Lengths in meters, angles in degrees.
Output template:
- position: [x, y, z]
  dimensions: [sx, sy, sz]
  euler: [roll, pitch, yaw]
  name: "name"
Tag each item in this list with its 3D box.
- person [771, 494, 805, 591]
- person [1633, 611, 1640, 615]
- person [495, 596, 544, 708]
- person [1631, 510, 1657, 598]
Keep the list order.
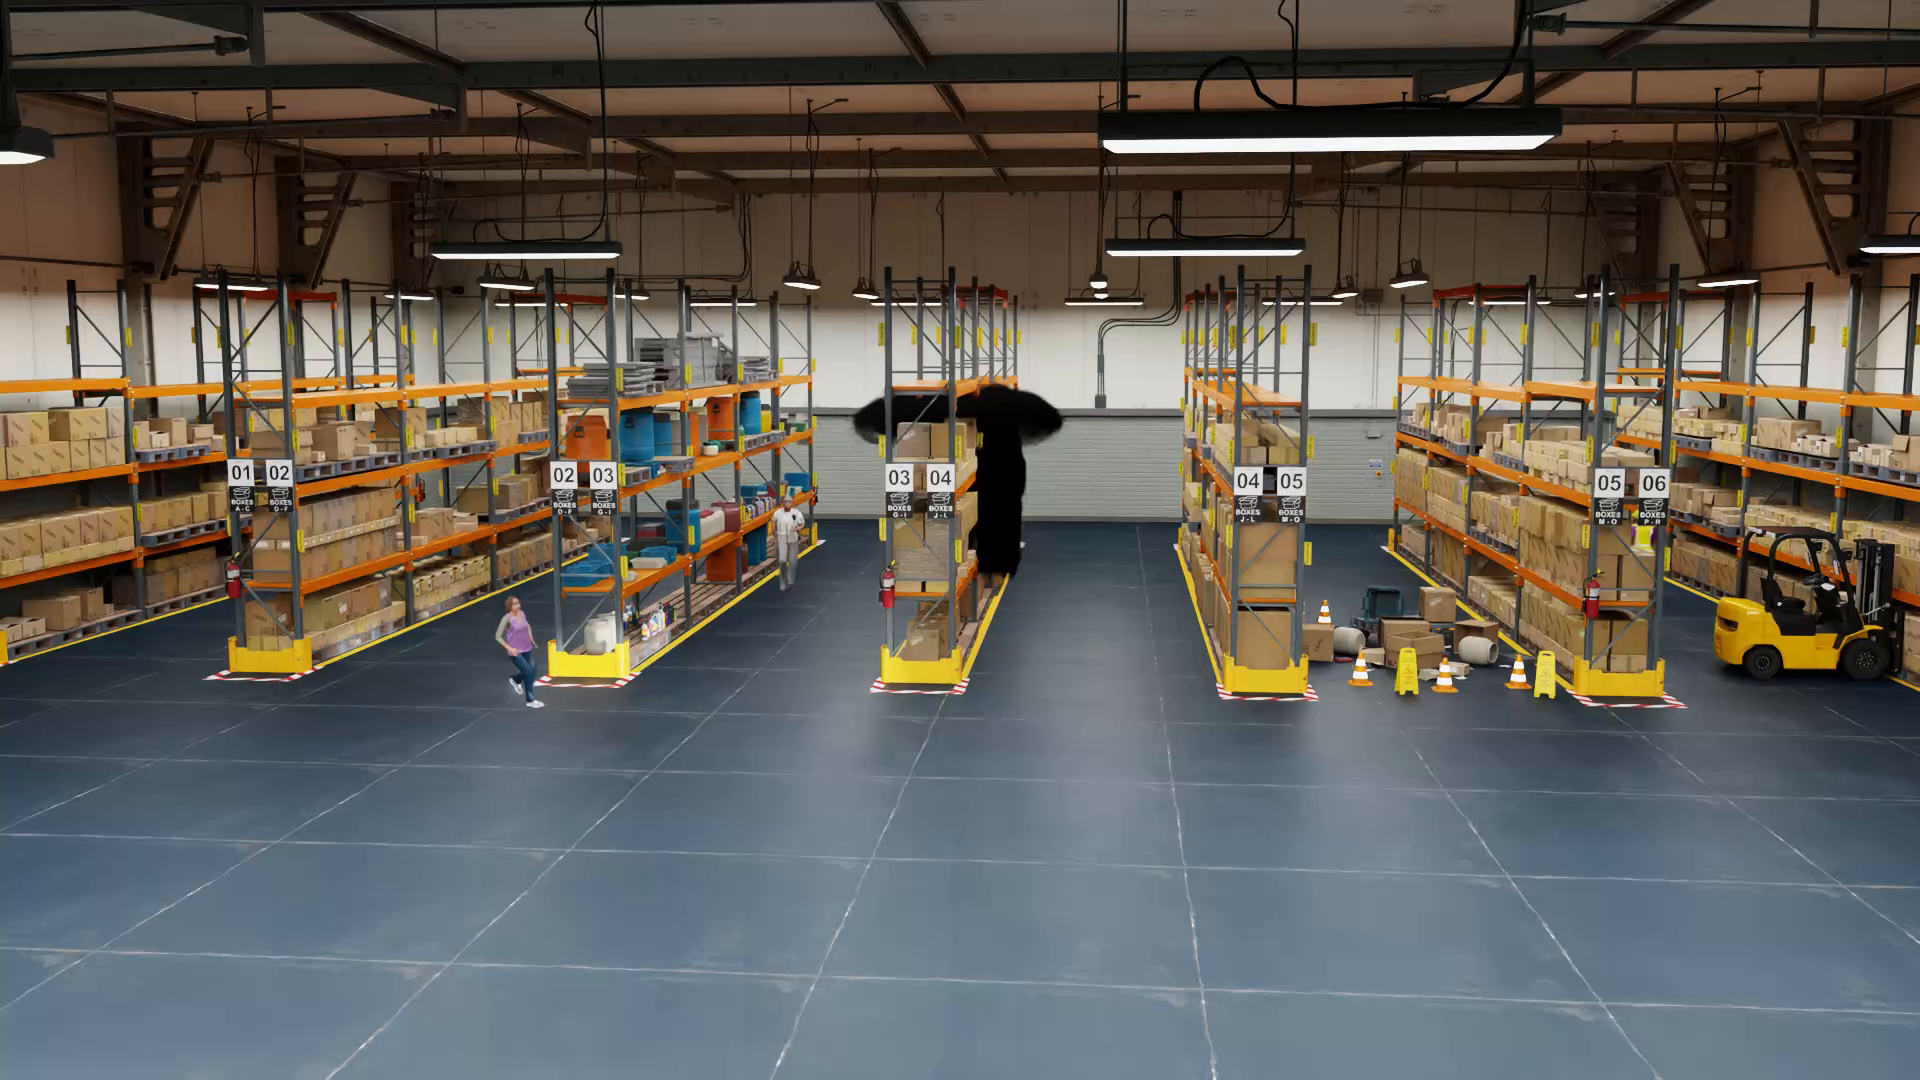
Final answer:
- position: [-3.248, 0.051, 31.390]
  dimensions: [0.646, 1.848, 0.668]
  euler: [0, 7, -3]
  name: "person"
- position: [11.607, 0.718, 28.959]
  dimensions: [0.673, 1.581, 1.006]
  euler: [-2, 7, -14]
  name: "person"
- position: [-6.021, 1.555, 22.546]
  dimensions: [0.649, 1.454, 0.601]
  euler: [5, 9, 36]
  name: "person"
- position: [13.118, 0.289, 31.946]
  dimensions: [0.696, 1.713, 0.766]
  euler: [-2, 7, -13]
  name: "person"
